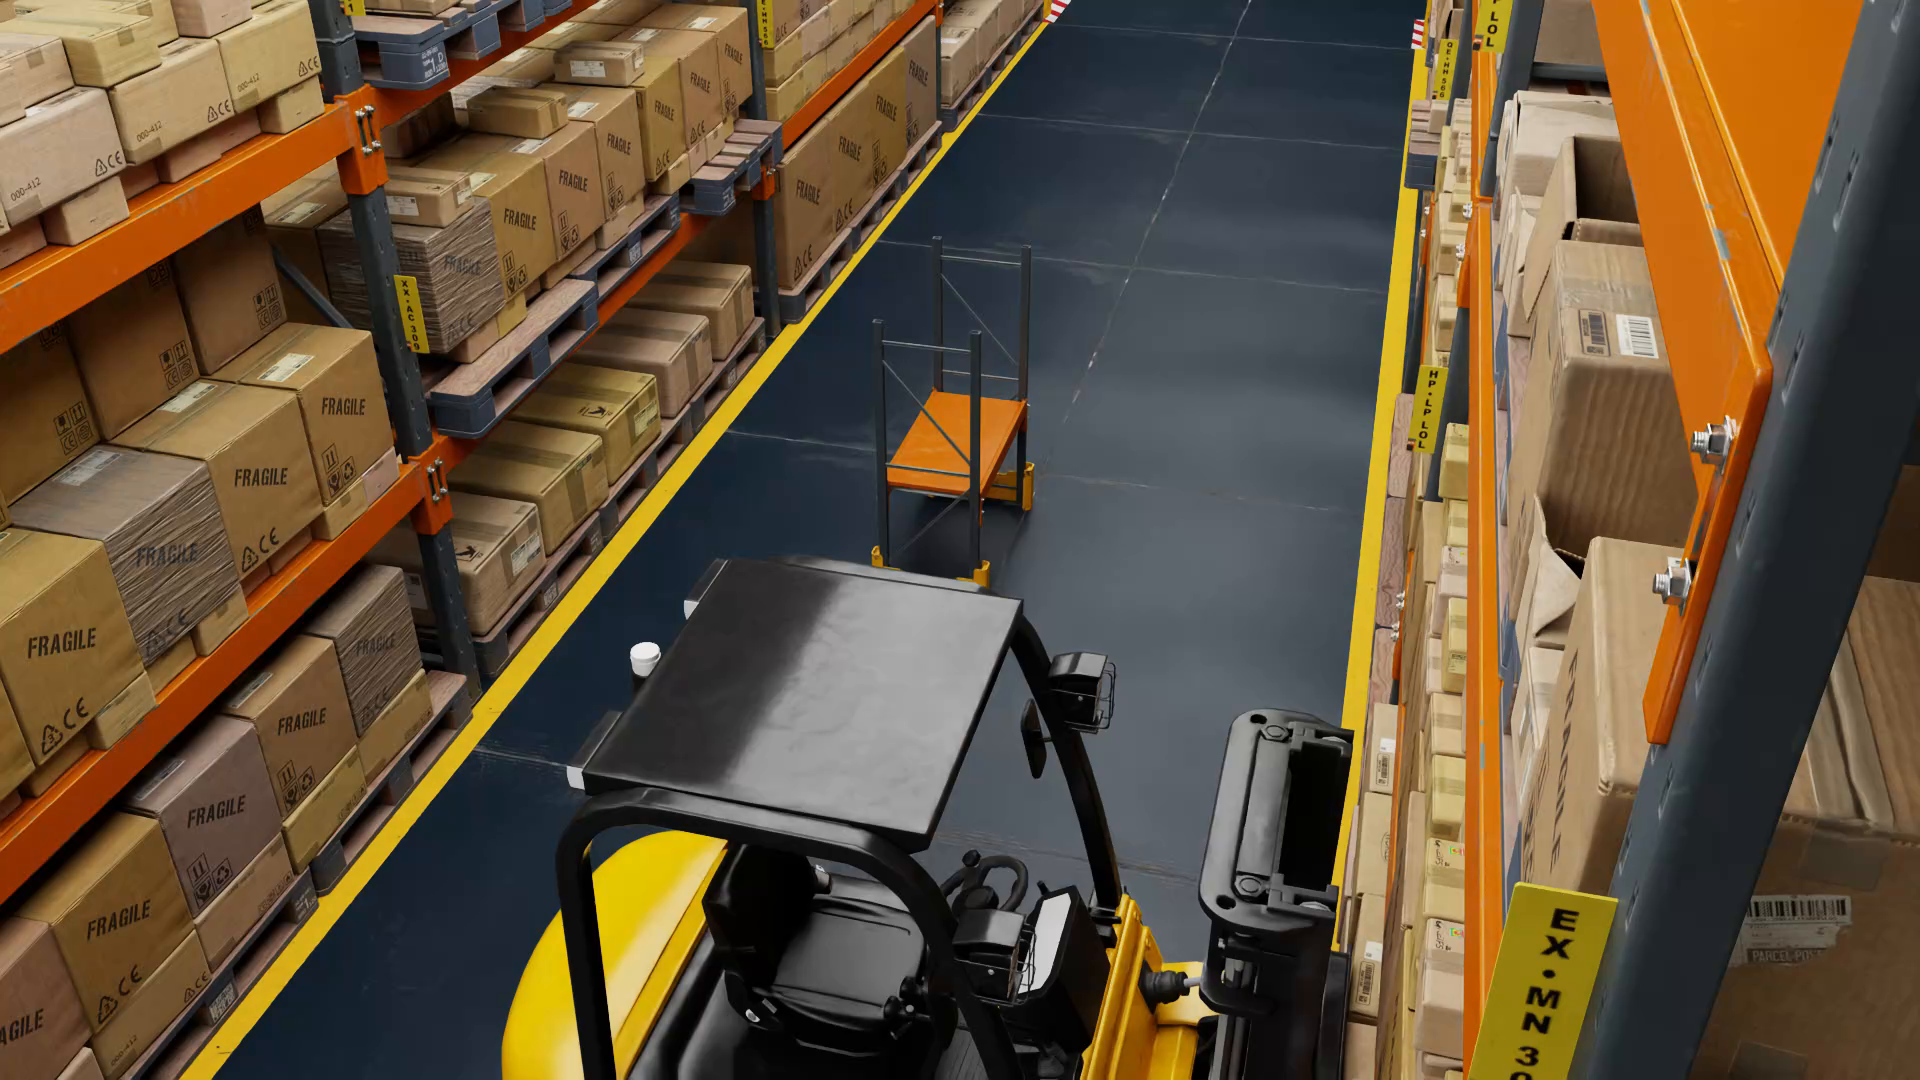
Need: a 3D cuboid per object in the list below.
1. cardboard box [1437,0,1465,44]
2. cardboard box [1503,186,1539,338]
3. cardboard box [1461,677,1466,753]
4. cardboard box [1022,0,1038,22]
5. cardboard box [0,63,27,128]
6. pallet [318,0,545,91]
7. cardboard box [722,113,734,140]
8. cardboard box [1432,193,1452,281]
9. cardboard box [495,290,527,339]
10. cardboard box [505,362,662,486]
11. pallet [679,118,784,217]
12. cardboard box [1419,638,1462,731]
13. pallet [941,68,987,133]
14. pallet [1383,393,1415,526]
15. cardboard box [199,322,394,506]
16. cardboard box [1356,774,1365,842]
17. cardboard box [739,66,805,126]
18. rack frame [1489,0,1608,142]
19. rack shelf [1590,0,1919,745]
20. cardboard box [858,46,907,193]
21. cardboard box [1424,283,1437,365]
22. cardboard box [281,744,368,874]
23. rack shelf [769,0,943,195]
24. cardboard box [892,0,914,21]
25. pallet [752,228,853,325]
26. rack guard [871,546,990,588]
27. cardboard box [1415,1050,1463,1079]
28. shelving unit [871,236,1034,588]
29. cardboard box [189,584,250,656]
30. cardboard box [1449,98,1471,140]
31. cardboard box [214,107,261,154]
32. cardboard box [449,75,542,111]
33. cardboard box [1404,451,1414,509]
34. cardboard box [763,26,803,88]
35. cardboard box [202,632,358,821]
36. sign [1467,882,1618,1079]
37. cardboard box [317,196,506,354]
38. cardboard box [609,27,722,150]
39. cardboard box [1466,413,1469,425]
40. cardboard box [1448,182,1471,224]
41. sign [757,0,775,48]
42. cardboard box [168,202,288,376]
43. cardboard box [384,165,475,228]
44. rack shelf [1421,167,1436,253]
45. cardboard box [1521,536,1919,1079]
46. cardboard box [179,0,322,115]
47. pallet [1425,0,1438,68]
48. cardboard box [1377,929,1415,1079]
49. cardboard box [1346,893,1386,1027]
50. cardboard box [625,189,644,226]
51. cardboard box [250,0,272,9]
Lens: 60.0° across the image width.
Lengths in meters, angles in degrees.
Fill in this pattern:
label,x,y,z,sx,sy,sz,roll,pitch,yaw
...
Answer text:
label,x,y,z,sx,sy,sz,roll,pitch,yaw
cardboard box,3.366,-3.086,10.320,0.797,0.503,0.637,7,33,11
cardboard box,1.445,-0.617,3.769,0.396,0.266,0.258,7,33,11
cardboard box,1.497,0.446,4.278,0.380,0.149,0.250,8,33,12
cardboard box,0.288,-5.558,16.693,0.875,0.438,0.875,7,33,11
cardboard box,-2.820,-1.211,4.553,0.380,0.149,0.250,8,33,13
pallet,-2.427,-2.083,6.610,1.213,0.211,1.003,8,33,12
cardboard box,-1.525,-2.387,9.551,0.380,0.149,0.250,9,33,13
cardboard box,2.503,-1.415,7.853,0.500,0.250,0.500,7,33,11
cardboard box,-2.169,-1.034,7.424,0.380,0.149,0.250,9,33,13
cardboard box,-2.202,-0.666,9.060,0.950,0.372,0.625,9,34,14
pallet,-1.749,-2.201,9.595,1.213,0.211,1.003,8,33,12
cardboard box,1.475,0.424,4.589,0.380,0.149,0.250,8,33,12
pallet,-0.388,-3.949,14.766,1.003,0.211,1.213,8,33,12
pallet,2.884,-0.394,9.173,1.003,0.211,1.213,8,33,12
cardboard box,-2.559,-0.494,6.361,0.500,0.500,0.500,7,33,11
cardboard box,1.694,1.064,5.986,0.500,0.250,0.500,8,33,12
cardboard box,-1.304,-2.823,10.534,0.500,0.250,0.500,7,33,12
rack frame,2.116,-2.449,4.214,1.000,3.000,0.127,8,33,12
rack shelf,1.608,-0.938,2.882,1.077,0.370,4.000,8,33,12
cardboard box,-0.958,-3.220,12.609,0.875,0.875,0.875,9,34,14
cardboard box,2.392,-0.935,7.564,0.500,0.250,0.500,9,34,14
cardboard box,-2.702,1.013,6.531,0.500,0.250,0.500,7,33,11
rack shelf,-1.164,-3.401,11.974,1.077,0.370,4.000,8,33,12
cardboard box,-0.657,-4.148,12.618,0.500,0.250,0.500,8,33,12
pallet,-1.398,-1.889,11.524,1.003,0.211,1.213,8,33,12
rack guard,-0.146,0.192,8.214,0.587,0.250,0.087,8,33,12
cardboard box,1.175,1.090,3.542,0.380,0.149,0.250,7,33,11
shelving unit,-0.019,-0.593,8.285,0.587,1.500,1.083,8,33,12
cardboard box,-2.728,0.251,5.793,0.380,0.149,0.250,8,33,12
cardboard box,2.765,-2.183,8.691,0.380,0.149,0.250,9,34,14
cardboard box,-2.621,-1.426,5.636,0.380,0.149,0.250,8,33,13
cardboard box,-2.398,-2.003,8.343,0.500,0.500,0.500,7,33,11
cardboard box,2.801,-0.506,8.572,0.875,0.625,0.625,9,34,14
cardboard box,-1.304,-3.044,10.415,0.500,0.250,0.500,8,33,12
cardboard box,-2.704,0.684,6.351,0.500,0.500,0.500,9,33,13
sign,0.579,0.472,1.665,0.100,0.325,0.005,8,33,12
cardboard box,-2.290,-1.140,6.985,0.500,0.500,0.500,9,33,14
cardboard box,-1.639,-2.468,9.074,0.500,0.500,0.500,7,33,12
cardboard box,1.988,-0.440,5.949,0.380,0.149,0.250,9,34,14
cardboard box,2.448,-1.512,7.635,0.380,0.149,0.250,9,33,13
sign,-1.144,-3.053,9.751,0.100,0.325,0.005,8,33,12
cardboard box,-3.008,-0.982,6.196,0.700,0.500,0.500,8,33,12
cardboard box,-2.225,-1.405,6.798,0.380,0.149,0.250,8,33,12
rack shelf,3.638,-2.727,10.914,1.077,0.370,4.000,8,33,12
cardboard box,0.977,0.368,2.001,0.500,0.500,0.500,9,34,14
cardboard box,-2.539,-1.652,5.620,0.500,0.250,0.500,8,33,12
pallet,3.837,-3.588,11.776,1.003,0.211,1.213,8,33,12
cardboard box,1.242,1.291,3.829,0.500,0.500,0.500,7,33,11
cardboard box,1.435,1.376,5.029,0.500,0.250,0.500,9,34,14
cardboard box,-1.844,-1.721,8.504,0.380,0.149,0.250,7,33,11
cardboard box,-2.556,-1.893,5.627,0.380,0.149,0.250,9,33,13
